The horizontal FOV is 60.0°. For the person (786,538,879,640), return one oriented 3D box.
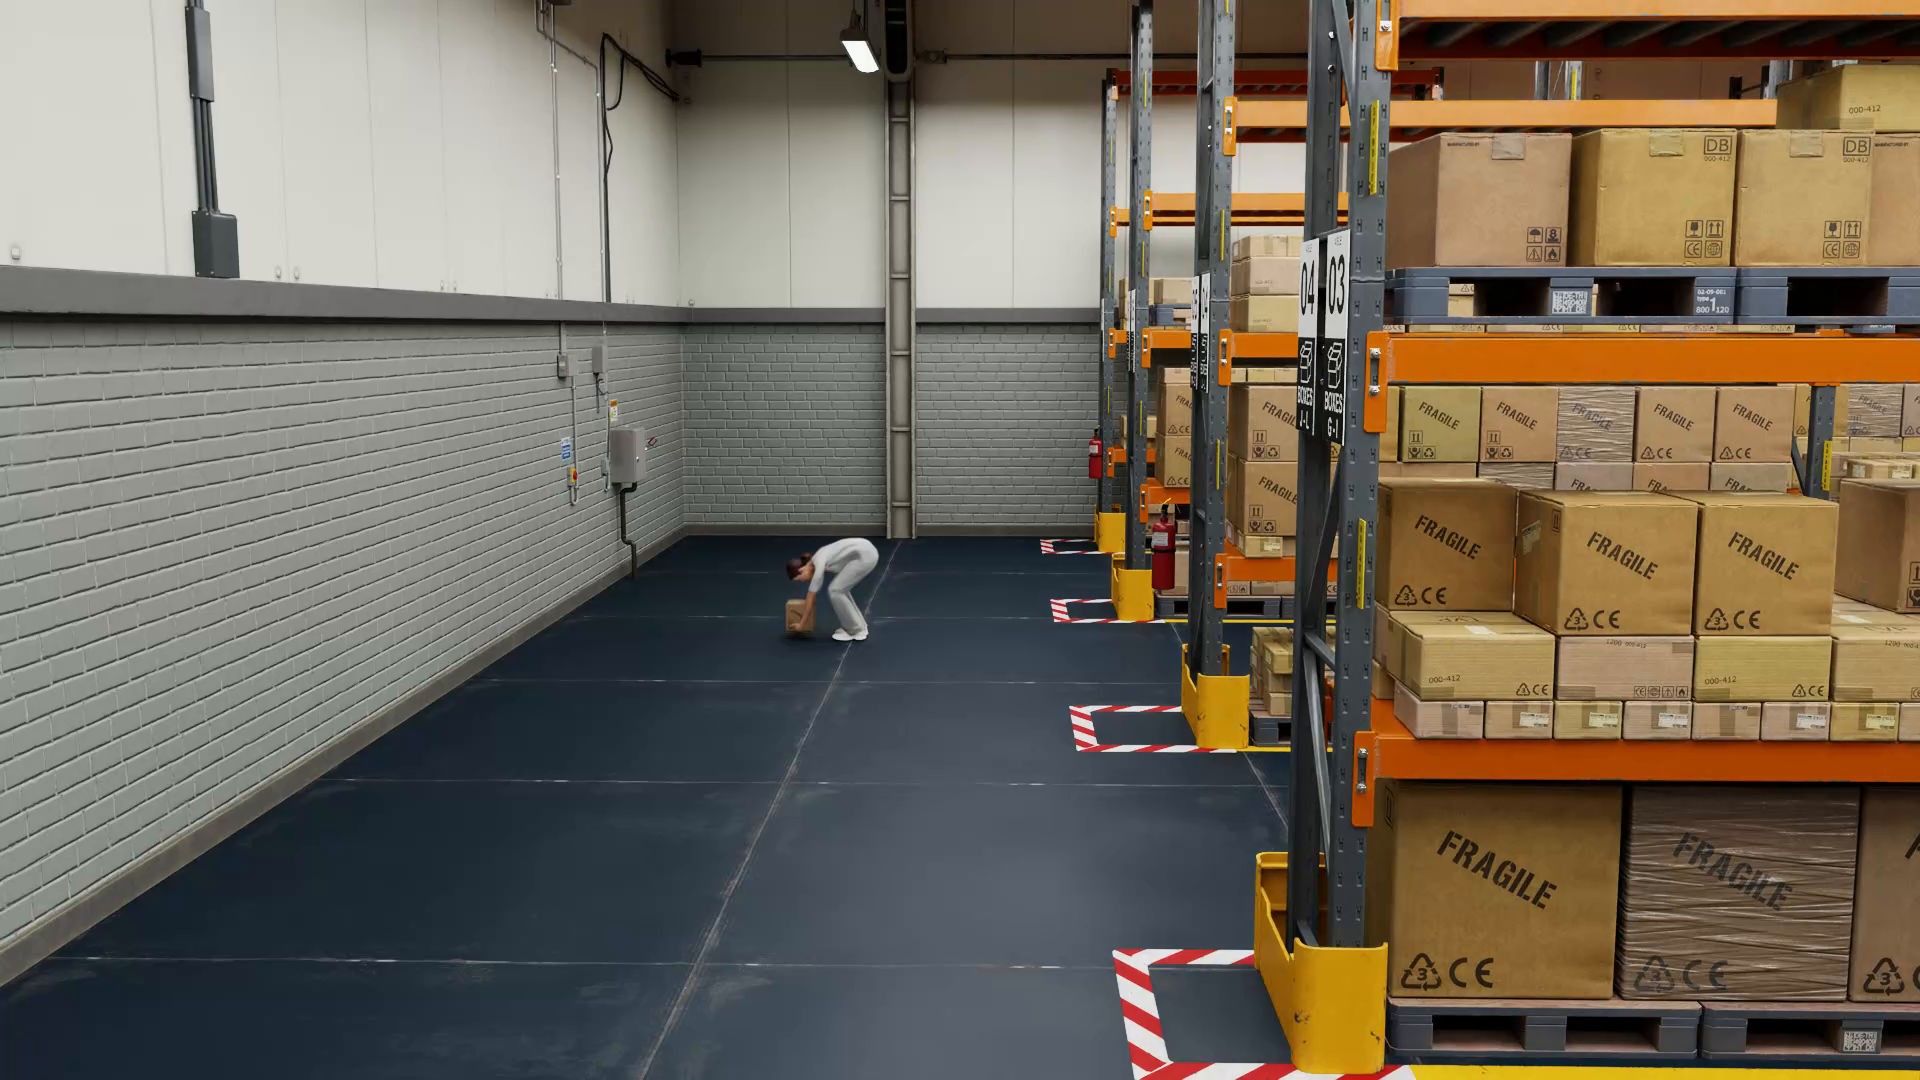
[{"bbox_3d":[-1.170,0.446,15.260,0.851,0.921,0.467,0,7,-2],"label":"person"}]
